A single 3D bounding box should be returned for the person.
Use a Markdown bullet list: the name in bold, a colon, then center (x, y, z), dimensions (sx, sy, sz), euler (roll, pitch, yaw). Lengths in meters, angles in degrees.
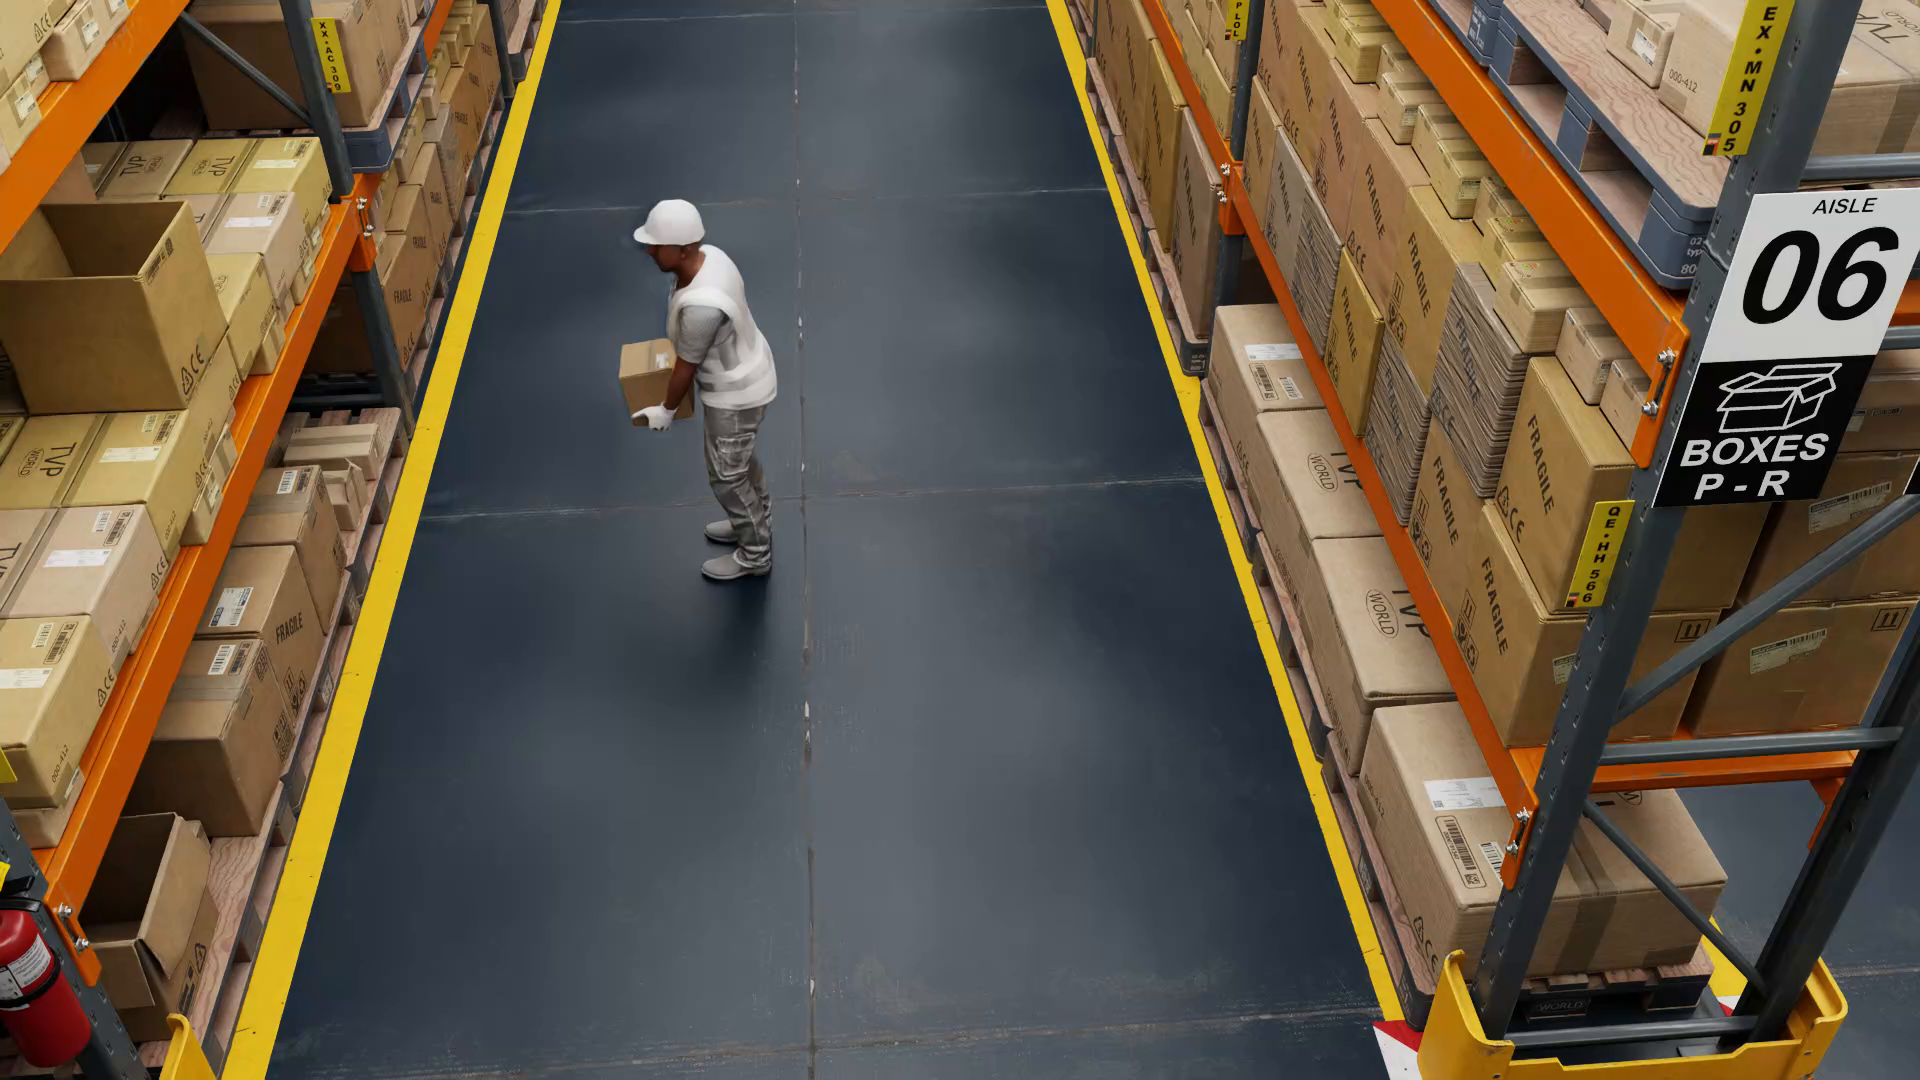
- **person**: center (-1.061, -0.614, 6.919), dimensions (0.604, 1.761, 0.487), euler (-4, 39, -5)
